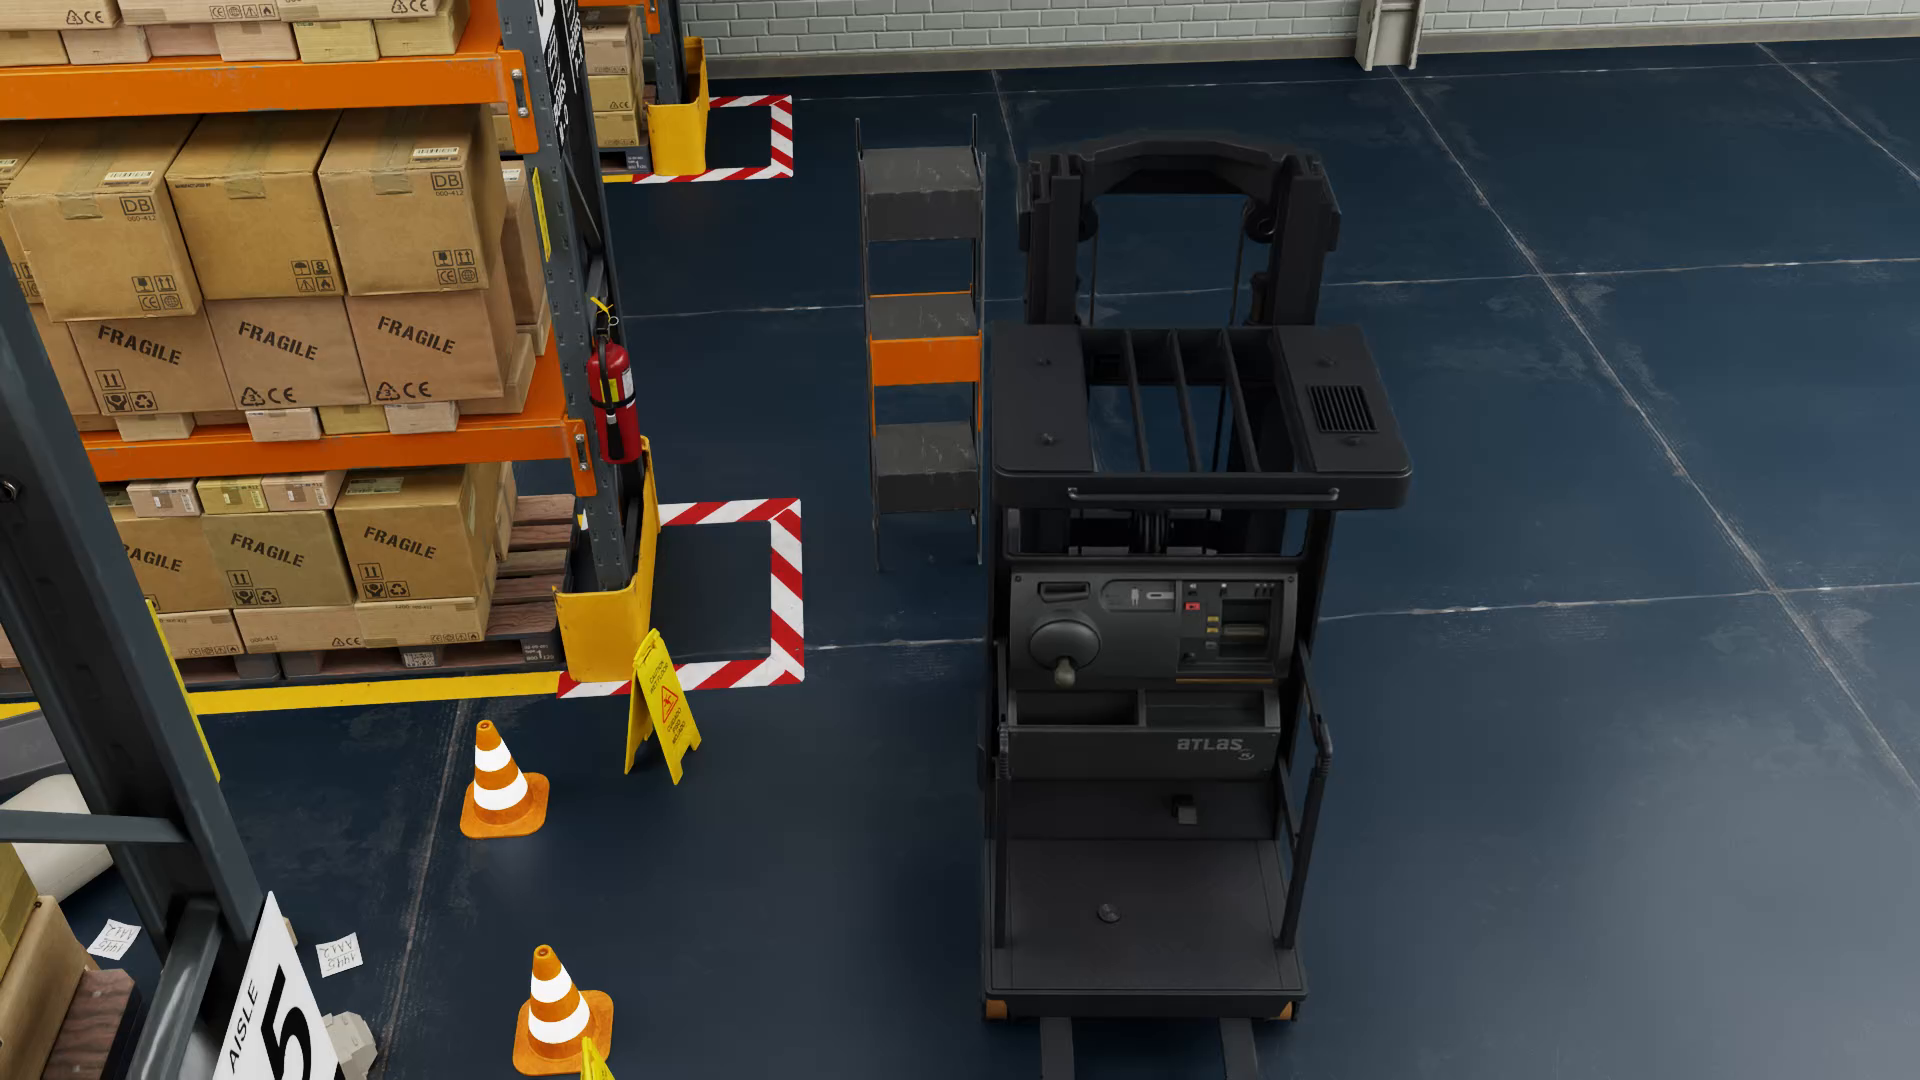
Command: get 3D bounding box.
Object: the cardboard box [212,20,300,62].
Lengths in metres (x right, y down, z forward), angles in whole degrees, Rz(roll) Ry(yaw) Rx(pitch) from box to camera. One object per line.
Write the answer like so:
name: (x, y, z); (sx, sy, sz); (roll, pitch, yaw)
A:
cardboard box: (-2.363, -1.782, 5.690); (0.250, 0.149, 0.380); (-2, 38, -3)

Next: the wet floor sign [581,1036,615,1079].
wet floor sign: (-1.127, 1.827, 5.235); (0.232, 0.644, 0.267); (-9, 39, -12)

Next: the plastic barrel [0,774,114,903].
plastic barrel: (-3.442, 1.136, 6.290); (0.421, 0.421, 0.512); (23, 44, 27)

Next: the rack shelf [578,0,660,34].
rack shelf: (-3.955, -3.593, 10.784); (4.000, 0.370, 1.077); (-3, 38, -4)

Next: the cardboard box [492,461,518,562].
cardboard box: (-2.347, -0.134, 7.701); (0.500, 0.250, 0.500); (-3, 38, -4)

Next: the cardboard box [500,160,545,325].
cardboard box: (-2.016, -1.224, 6.880); (0.500, 0.500, 0.500); (-4, 38, -5)

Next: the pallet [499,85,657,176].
pallet: (-2.721, -2.822, 11.478); (1.213, 0.211, 1.003); (-3, 38, -4)

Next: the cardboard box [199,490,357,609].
cardboard box: (-2.814, -0.067, 7.010); (0.500, 0.500, 0.500); (-2, 38, -2)

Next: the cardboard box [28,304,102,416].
cardboard box: (-3.540, -0.813, 6.359); (0.500, 0.500, 0.500); (-3, 38, -3)

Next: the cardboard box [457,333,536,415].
cardboard box: (-1.873, -0.671, 6.704); (0.250, 0.149, 0.380); (-2, 38, -2)

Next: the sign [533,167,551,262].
sign: (-1.490, -1.157, 5.927); (0.005, 0.325, 0.100); (-3, 38, -4)

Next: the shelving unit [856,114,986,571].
shelving unit: (-0.165, -0.815, 7.410); (0.503, 2.100, 0.431); (-3, 38, -4)

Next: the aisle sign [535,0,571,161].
aisle sign: (-1.432, -1.767, 5.792); (0.004, 0.787, 0.394); (-3, 38, -4)

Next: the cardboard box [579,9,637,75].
cardboard box: (-2.394, -3.245, 10.837); (0.500, 0.250, 0.500); (-2, 38, -2)

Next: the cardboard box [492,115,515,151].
cardboard box: (-2.899, -2.828, 11.115); (0.500, 0.250, 0.500); (-3, 38, -4)

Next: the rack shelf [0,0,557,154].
rack shelf: (-3.511, -1.708, 5.974); (4.000, 0.370, 1.077); (-3, 38, -4)

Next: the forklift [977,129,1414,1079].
forklift: (0.630, 0.356, 5.255); (1.130, 2.935, 3.031); (0, 38, 0)

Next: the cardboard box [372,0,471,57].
cardboard box: (-1.850, -1.809, 5.725); (0.250, 0.149, 0.380); (-3, 38, -4)

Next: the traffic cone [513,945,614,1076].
traffic cone: (-1.396, 1.559, 5.722); (0.334, 0.463, 0.336); (-3, 38, -4)

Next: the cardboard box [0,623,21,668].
cardboard box: (-3.833, 0.279, 7.178); (0.500, 0.250, 0.500); (-4, 38, -5)

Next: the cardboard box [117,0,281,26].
cardboard box: (-2.507, -1.945, 5.575); (0.500, 0.250, 0.500); (-4, 38, -5)

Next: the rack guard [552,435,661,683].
rack guard: (-1.595, 0.063, 7.588); (0.348, 0.500, 1.175); (-3, 38, -4)

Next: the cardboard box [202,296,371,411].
cardboard box: (-2.535, -0.854, 6.412); (0.500, 0.500, 0.500); (-3, 38, -4)

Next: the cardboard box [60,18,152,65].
cardboard box: (-2.865, -1.766, 5.670); (0.250, 0.149, 0.380); (-3, 38, -4)

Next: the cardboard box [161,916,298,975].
cardboard box: (-2.645, 1.515, 6.032); (0.250, 0.149, 0.380); (16, 41, 19)

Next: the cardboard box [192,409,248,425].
cardboard box: (-2.894, -0.628, 6.649); (0.250, 0.149, 0.380); (-3, 38, -3)

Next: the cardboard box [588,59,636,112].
cardboard box: (-2.420, -3.047, 10.989); (0.500, 0.250, 0.500); (-4, 38, -5)

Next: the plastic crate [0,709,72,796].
plastic crate: (-3.867, 0.863, 6.914); (0.583, 0.080, 0.402); (-16, 41, -19)

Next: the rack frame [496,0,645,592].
rack frame: (-1.519, -0.922, 6.819); (0.127, 3.000, 1.000); (-3, 38, -4)

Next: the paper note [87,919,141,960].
paper note: (-3.144, 1.482, 6.179); (0.142, 0.019, 0.148); (9, 39, 12)

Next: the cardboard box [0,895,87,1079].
cardboard box: (-1.350, 0.664, 2.170); (0.250, 0.149, 0.380); (-3, 38, -4)

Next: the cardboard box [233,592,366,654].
cardboard box: (-2.817, 0.226, 7.245); (0.500, 0.250, 0.500); (-3, 38, -4)

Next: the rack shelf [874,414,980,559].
rack shelf: (-0.165, -0.255, 7.852); (0.480, 0.518, 0.431); (-3, 38, -4)

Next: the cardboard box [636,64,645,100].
cardboard box: (-2.469, -3.164, 11.541); (0.500, 0.250, 0.500); (-3, 38, -4)

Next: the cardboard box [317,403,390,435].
cardboard box: (-2.372, -0.588, 6.598); (0.250, 0.149, 0.380); (-4, 38, -5)

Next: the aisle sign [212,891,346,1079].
aisle sign: (-0.936, 0.917, 2.390); (0.004, 0.787, 0.394); (-3, 38, -4)

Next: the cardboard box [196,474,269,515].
cardboard box: (-2.904, -0.279, 6.755); (0.250, 0.149, 0.380); (-3, 38, -3)

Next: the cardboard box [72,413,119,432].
cardboard box: (-3.397, -0.599, 6.613); (0.250, 0.149, 0.380); (-3, 38, -4)

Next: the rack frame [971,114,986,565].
rack frame: (0.078, -0.829, 7.427); (0.015, 2.100, 0.400); (-3, 38, -4)

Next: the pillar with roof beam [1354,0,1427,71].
pillar with roof beam: (3.622, -4.531, 6.549); (0.400, 9.000, 9.100); (-3, 38, -4)

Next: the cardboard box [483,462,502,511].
cardboard box: (-2.371, -0.427, 7.467); (0.500, 0.500, 0.500); (-4, 38, -5)

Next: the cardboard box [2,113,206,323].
cardboard box: (-3.012, -1.194, 6.035); (0.500, 0.500, 0.700); (-4, 38, -5)

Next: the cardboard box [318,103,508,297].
cardboard box: (-2.009, -1.308, 6.180); (0.500, 0.500, 0.700); (-4, 38, -5)

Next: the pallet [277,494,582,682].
pallet: (-2.407, 0.199, 7.649); (1.213, 0.211, 1.003); (-3, 38, -4)
